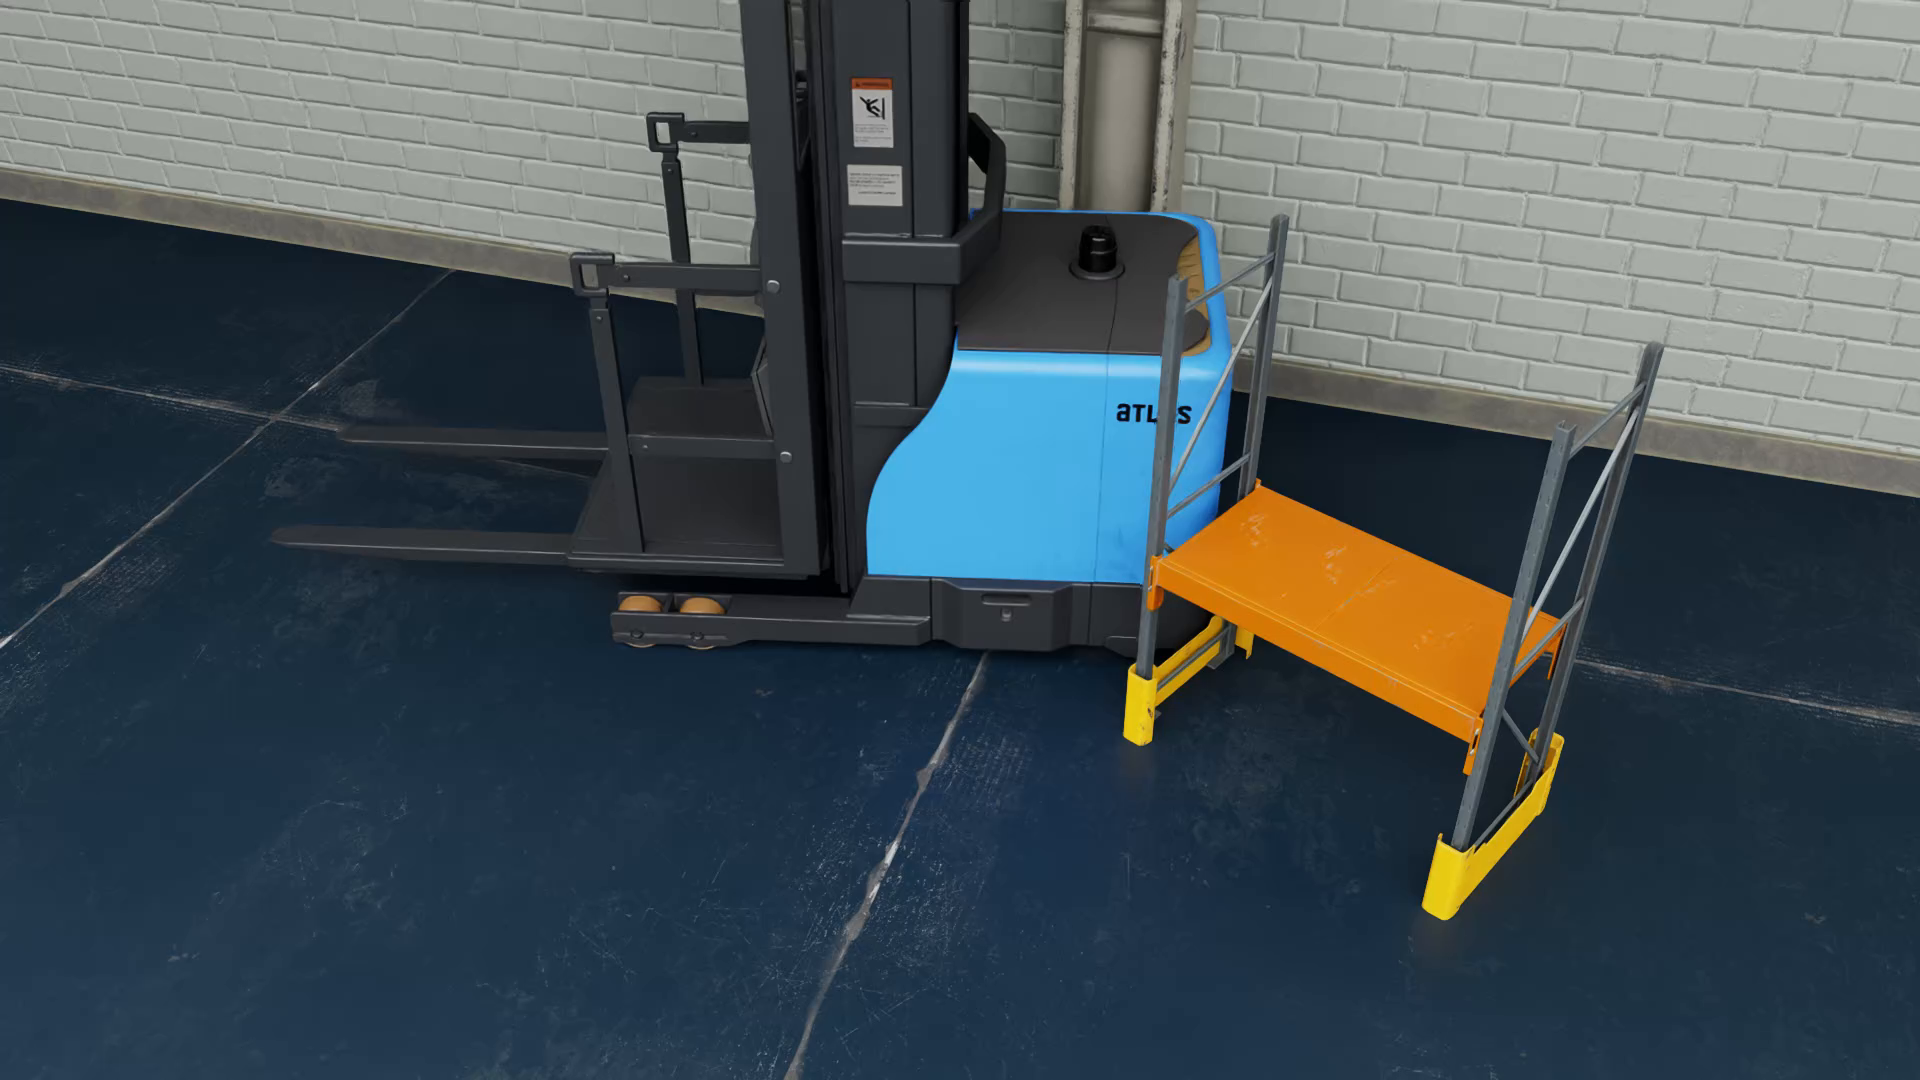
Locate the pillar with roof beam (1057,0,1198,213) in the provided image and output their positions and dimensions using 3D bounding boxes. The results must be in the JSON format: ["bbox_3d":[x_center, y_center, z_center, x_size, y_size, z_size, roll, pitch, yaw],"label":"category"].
[{"bbox_3d":[-0.697,-1.794,0.596,0.400,9.000,9.100,10,38,14],"label":"pillar with roof beam"}]

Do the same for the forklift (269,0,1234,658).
[{"bbox_3d":[-0.704,-1.143,4.831,3.031,2.935,1.130,2,36,3],"label":"forklift"}]

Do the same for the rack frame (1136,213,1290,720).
[{"bbox_3d":[0.690,-0.143,4.679,0.032,1.500,0.500,28,45,33],"label":"rack frame"}]

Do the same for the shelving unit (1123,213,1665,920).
[{"bbox_3d":[1.076,0.061,4.401,1.083,1.500,0.587,28,45,33],"label":"shelving unit"}]

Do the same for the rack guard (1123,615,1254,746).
[{"bbox_3d":[0.705,0.368,5.040,0.087,0.250,0.587,28,45,33],"label":"rack guard"}]

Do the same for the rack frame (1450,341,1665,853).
[{"bbox_3d":[1.447,0.259,4.133,0.032,1.500,0.500,28,45,33],"label":"rack frame"}]

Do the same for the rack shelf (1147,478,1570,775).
[{"bbox_3d":[1.069,0.203,4.513,1.000,0.185,0.538,28,45,33],"label":"rack shelf"}]

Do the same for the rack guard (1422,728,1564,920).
[{"bbox_3d":[1.447,0.762,4.504,0.087,0.250,0.587,28,45,33],"label":"rack guard"}]
